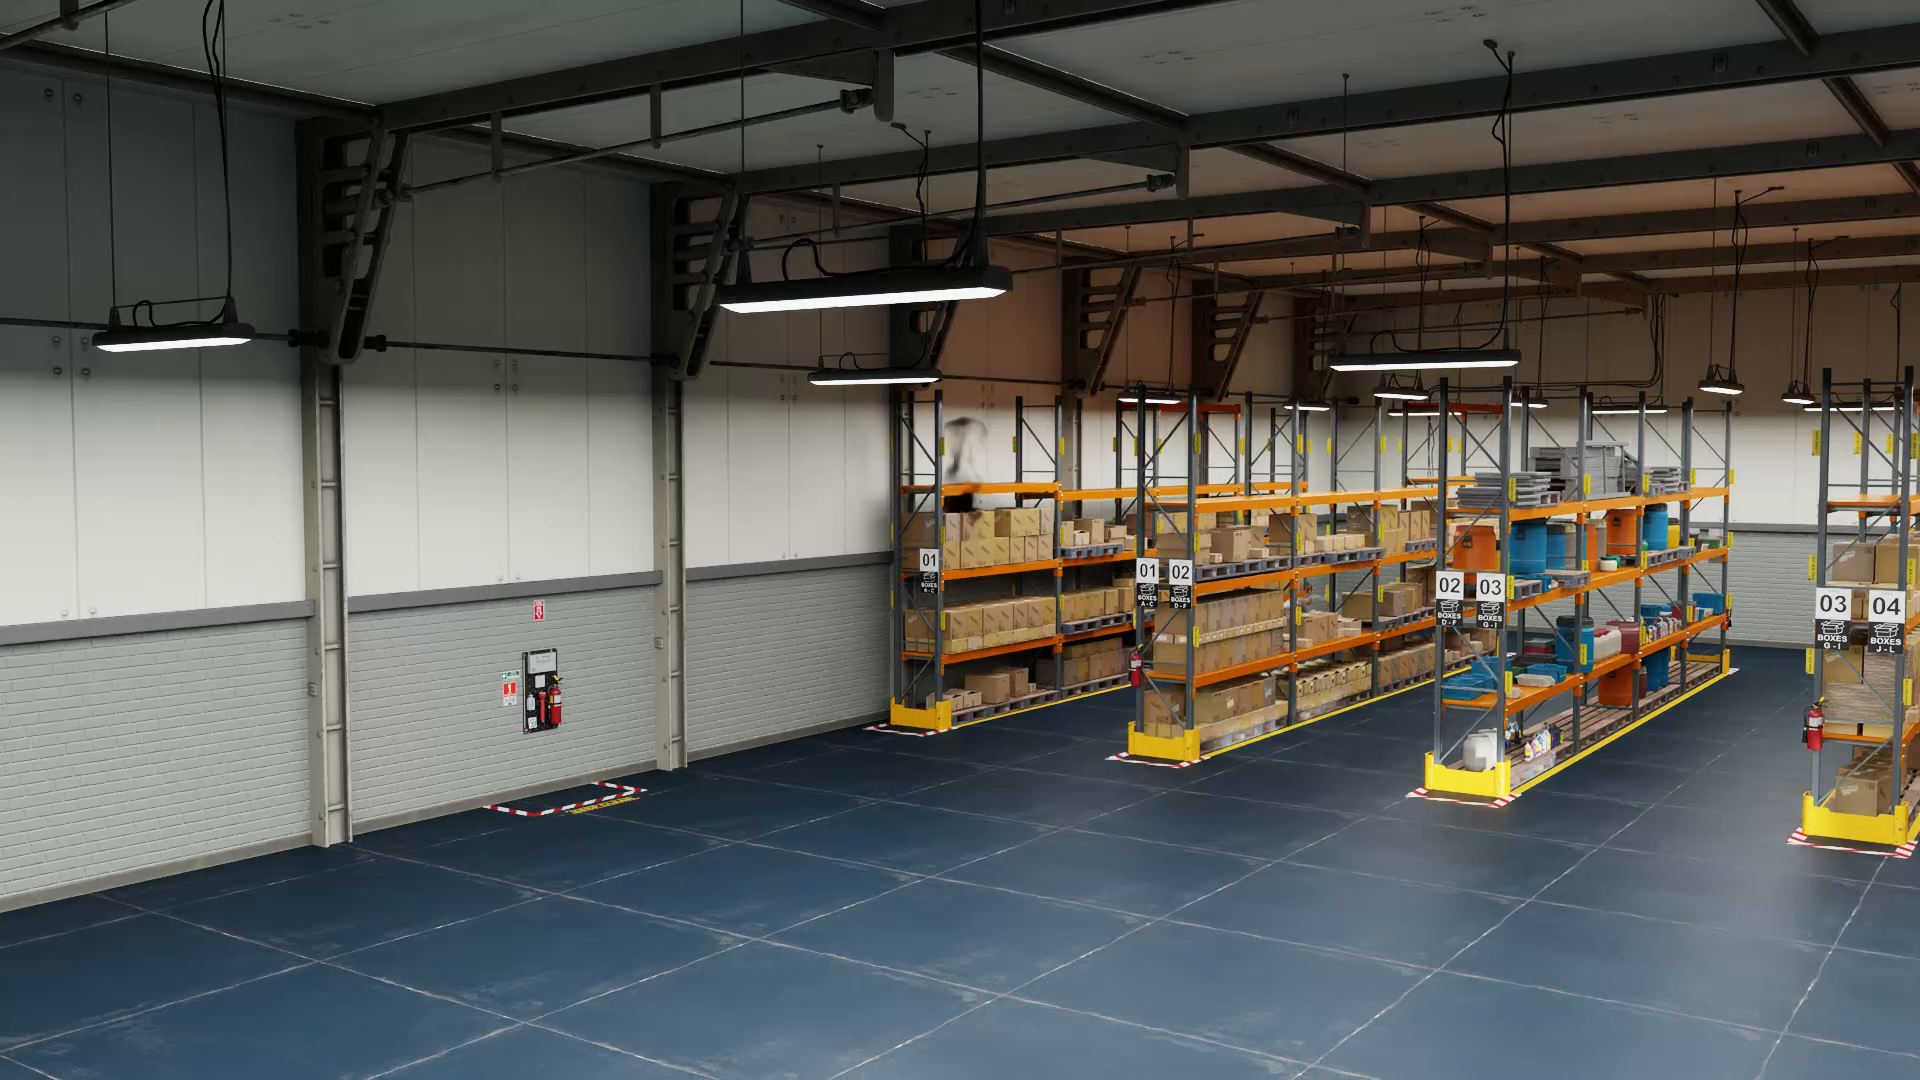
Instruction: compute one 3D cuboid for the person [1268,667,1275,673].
[{"bbox_3d":[6.406,2.200,34.262,0.650,1.754,0.876,2,4,30],"label":"person"}]
